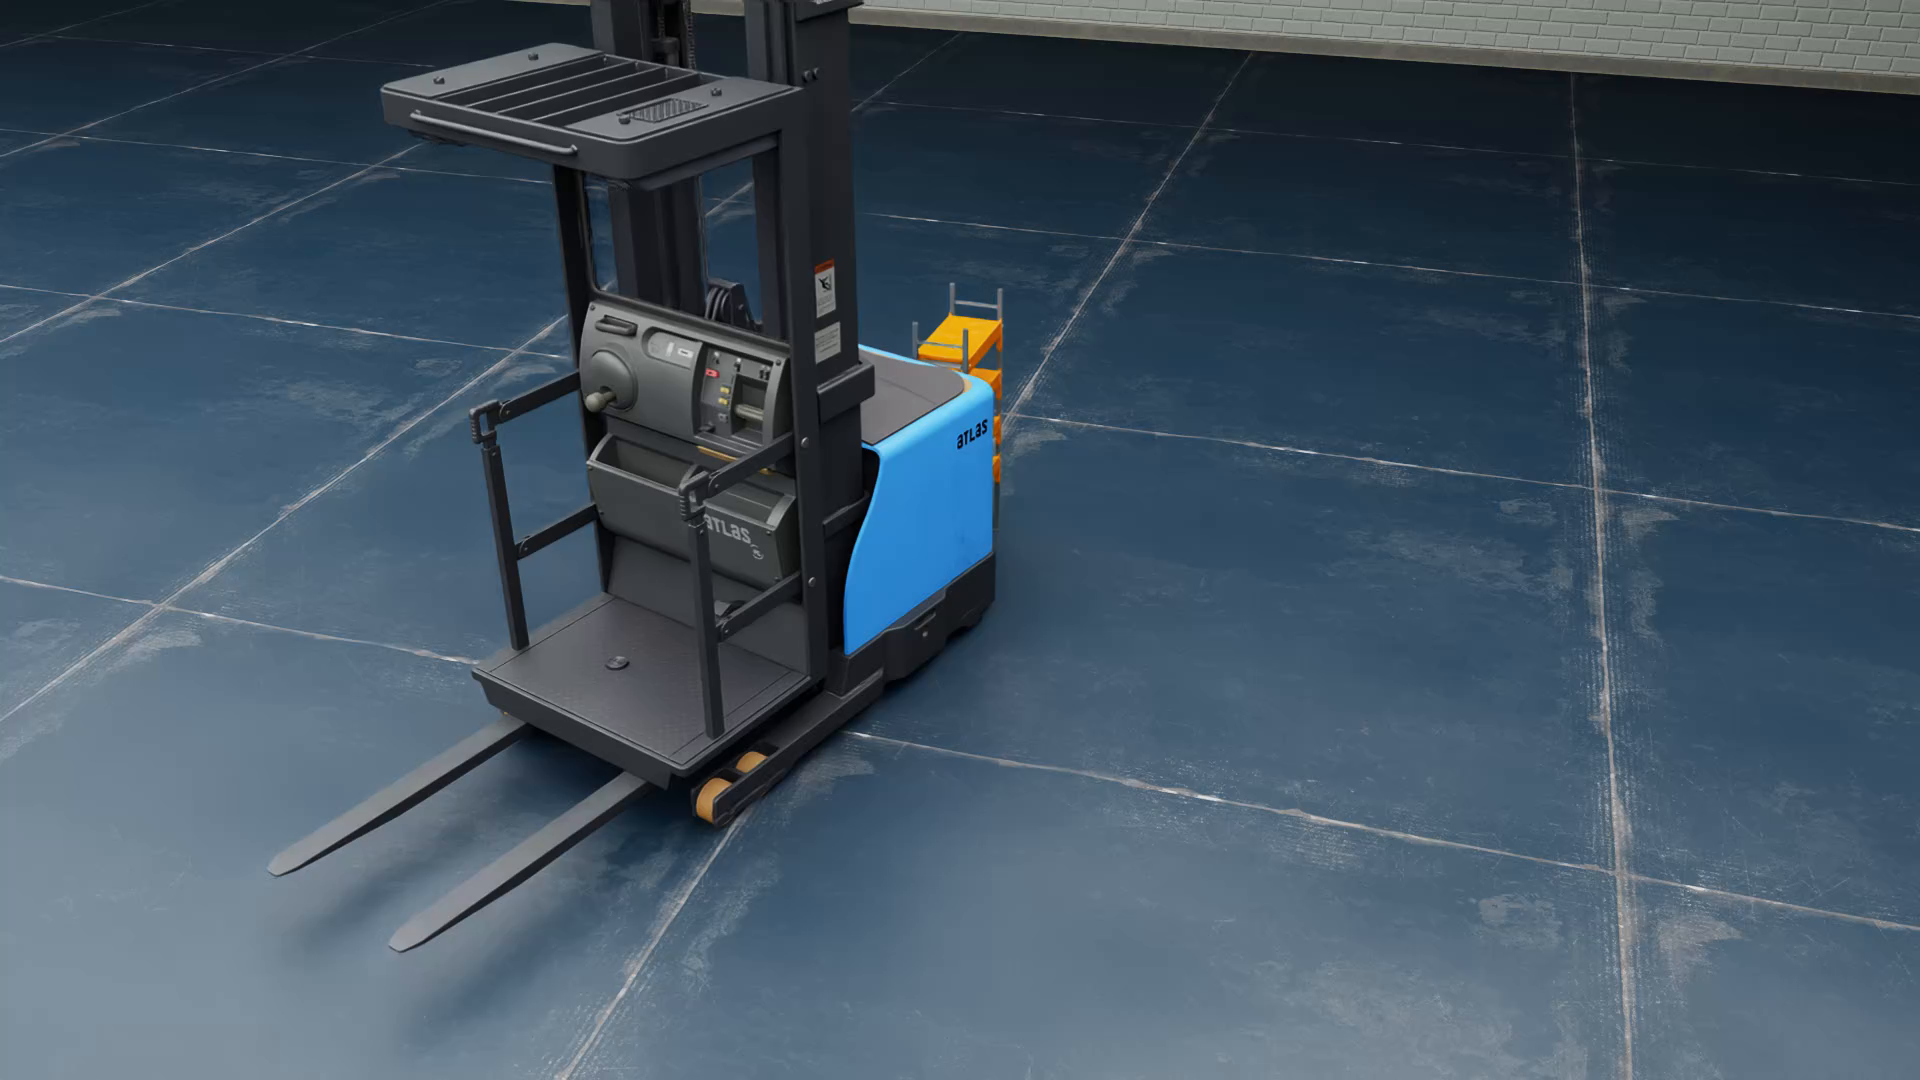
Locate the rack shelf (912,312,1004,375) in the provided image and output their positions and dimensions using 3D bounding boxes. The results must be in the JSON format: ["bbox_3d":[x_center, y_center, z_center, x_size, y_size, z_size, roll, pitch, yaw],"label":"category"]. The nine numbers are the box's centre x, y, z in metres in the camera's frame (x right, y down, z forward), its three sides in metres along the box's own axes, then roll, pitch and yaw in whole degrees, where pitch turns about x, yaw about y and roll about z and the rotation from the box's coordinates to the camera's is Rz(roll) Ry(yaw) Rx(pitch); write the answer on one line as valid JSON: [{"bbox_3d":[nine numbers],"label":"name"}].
[{"bbox_3d":[-0.005,-0.817,7.175,0.258,0.148,0.480,9,30,16],"label":"rack shelf"}]

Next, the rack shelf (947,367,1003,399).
[{"bbox_3d":[-0.005,-0.610,7.290,0.258,0.148,0.480,9,30,16],"label":"rack shelf"}]

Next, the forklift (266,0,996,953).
[{"bbox_3d":[-1.105,-0.531,5.690,1.130,2.935,3.031,19,34,30],"label":"forklift"}]

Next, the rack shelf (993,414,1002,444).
[{"bbox_3d":[-0.005,-0.414,7.399,0.258,0.148,0.480,9,30,16],"label":"rack shelf"}]

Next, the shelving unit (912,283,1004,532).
[{"bbox_3d":[-0.005,-0.473,7.366,0.258,1.200,0.503,9,30,16],"label":"shelving unit"}]

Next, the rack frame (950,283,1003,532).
[{"bbox_3d":[0.072,-0.586,7.569,0.240,1.200,0.015,9,30,16],"label":"rack frame"}]

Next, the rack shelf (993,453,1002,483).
[{"bbox_3d":[-0.005,-0.241,7.496,0.258,0.148,0.480,9,30,16],"label":"rack shelf"}]

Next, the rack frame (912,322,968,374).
[{"bbox_3d":[-0.081,-0.361,7.164,0.240,1.200,0.015,9,30,16],"label":"rack frame"}]
